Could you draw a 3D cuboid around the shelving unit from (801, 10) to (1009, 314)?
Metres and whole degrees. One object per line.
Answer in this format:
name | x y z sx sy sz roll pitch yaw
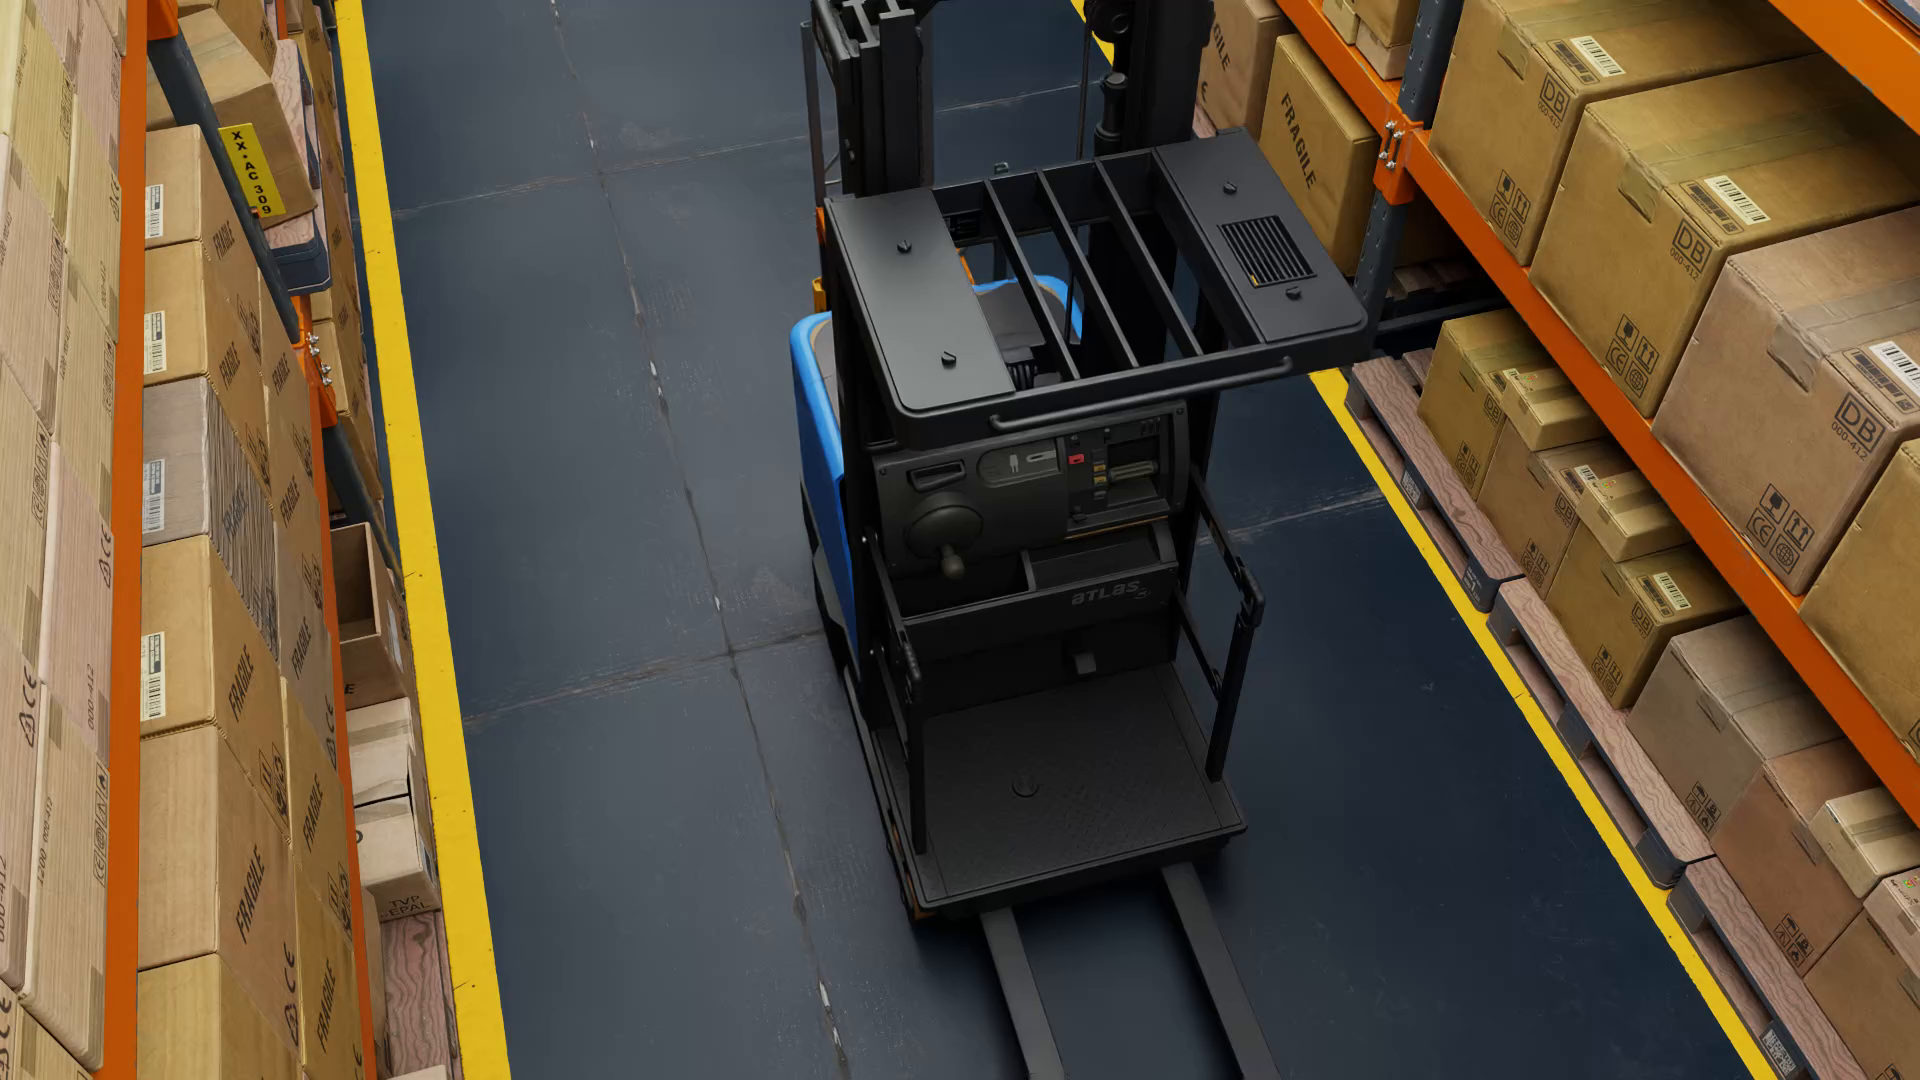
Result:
shelving unit | -0.212 -1.107 6.492 0.587 1.500 1.083 -12 51 -10

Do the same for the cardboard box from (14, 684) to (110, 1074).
cardboard box | -1.477 0.519 2.276 0.500 0.250 0.500 -13 51 -11

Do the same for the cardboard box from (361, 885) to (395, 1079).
cardboard box | -2.055 1.351 4.784 0.797 0.503 0.637 -13 51 -11

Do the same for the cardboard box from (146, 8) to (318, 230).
cardboard box | -2.542 -1.247 5.289 0.700 0.500 0.500 -30 56 -23

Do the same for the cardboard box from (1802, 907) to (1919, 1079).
cardboard box | 2.996 1.297 4.844 0.700 0.500 0.500 -13 51 -11

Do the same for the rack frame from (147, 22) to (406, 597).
rack frame | -2.616 -0.683 5.154 1.000 3.000 0.127 -13 51 -11

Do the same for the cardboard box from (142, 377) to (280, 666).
cardboard box | -1.916 0.015 3.846 0.500 0.500 0.500 -13 51 -11

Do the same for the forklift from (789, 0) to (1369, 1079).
forklift | 0.275 -0.040 4.656 1.130 2.935 3.031 -12 51 -10

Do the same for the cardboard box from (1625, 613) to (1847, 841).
cardboard box | 2.698 0.565 5.462 0.700 0.500 0.500 -15 51 -12

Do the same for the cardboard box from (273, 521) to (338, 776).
cardboard box | -1.915 0.343 4.224 0.500 0.500 0.500 -12 51 -10

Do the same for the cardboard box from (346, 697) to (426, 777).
cardboard box | -2.008 0.706 5.559 0.380 0.149 0.250 -13 51 -11

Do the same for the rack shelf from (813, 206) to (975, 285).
rack shelf | -0.215 -0.998 6.635 0.538 0.185 1.000 -12 51 -10

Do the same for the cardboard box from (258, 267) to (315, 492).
cardboard box | -2.223 -0.408 4.857 0.500 0.500 0.500 -13 51 -10

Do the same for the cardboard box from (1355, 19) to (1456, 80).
cardboard box | 1.745 -1.914 6.343 0.380 0.149 0.250 -13 51 -11

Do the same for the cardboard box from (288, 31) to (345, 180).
cardboard box | -3.145 -1.933 7.554 0.500 0.500 0.500 -15 51 -12

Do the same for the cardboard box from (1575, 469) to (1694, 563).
cardboard box | 2.320 -0.103 5.600 0.380 0.149 0.250 -15 51 -12

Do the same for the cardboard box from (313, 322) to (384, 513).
cardboard box | -2.526 -0.428 6.286 0.500 0.500 0.500 -15 52 -13

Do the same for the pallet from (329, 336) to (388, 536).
pallet | -2.892 -0.370 6.714 1.003 0.211 1.213 -13 51 -11

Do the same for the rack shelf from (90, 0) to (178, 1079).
rack shelf | -2.024 0.043 3.050 1.077 0.370 4.000 -13 51 -11

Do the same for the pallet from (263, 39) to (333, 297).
pallet | -2.748 -1.230 5.740 1.003 0.211 1.213 -13 51 -11

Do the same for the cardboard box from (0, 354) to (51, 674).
cardboard box | -1.631 -0.006 2.392 0.500 0.250 0.500 -13 51 -11

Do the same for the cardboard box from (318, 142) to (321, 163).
cardboard box | -2.971 -1.766 6.923 0.500 0.250 0.500 -14 51 -12

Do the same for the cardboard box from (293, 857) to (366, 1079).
cardboard box | -1.615 1.079 3.602 0.500 0.500 0.500 -13 51 -11

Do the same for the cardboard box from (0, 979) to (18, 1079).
cardboard box | -1.336 0.725 1.776 0.500 0.250 0.500 -13 51 -11

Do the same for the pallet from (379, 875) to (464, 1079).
pallet | -2.049 1.610 5.044 1.003 0.211 1.213 -13 51 -11

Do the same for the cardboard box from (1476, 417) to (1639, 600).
cardboard box | 2.384 -0.199 6.105 0.700 0.500 0.500 -14 51 -11

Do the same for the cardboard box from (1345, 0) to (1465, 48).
cardboard box | 1.738 -2.221 6.177 0.500 0.500 0.500 -14 51 -12

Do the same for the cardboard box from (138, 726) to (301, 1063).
cardboard box | -1.617 0.753 3.223 0.500 0.500 0.500 -13 51 -10

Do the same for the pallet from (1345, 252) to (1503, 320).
pallet | 1.815 -1.454 7.627 1.003 0.211 1.213 -13 51 -11

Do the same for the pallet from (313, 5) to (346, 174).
pallet | -3.614 -2.152 8.216 1.003 0.211 1.213 -13 51 -11

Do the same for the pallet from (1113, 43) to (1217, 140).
pallet | 1.451 -2.346 8.380 1.003 0.211 1.213 -13 51 -11

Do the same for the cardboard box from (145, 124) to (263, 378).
cardboard box | -2.219 -0.727 4.471 0.500 0.500 0.500 -13 51 -11

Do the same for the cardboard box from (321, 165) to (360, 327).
cardboard box | -2.835 -1.181 6.921 0.500 0.500 0.500 -13 51 -11

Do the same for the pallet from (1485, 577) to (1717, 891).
pallet | 2.630 0.559 5.931 1.003 0.211 1.213 -13 51 -11

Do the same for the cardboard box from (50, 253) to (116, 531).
cardboard box | -1.781 -0.210 2.891 0.500 0.250 0.500 -13 51 -11

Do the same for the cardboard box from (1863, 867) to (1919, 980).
cardboard box | 2.784 1.036 4.641 0.380 0.149 0.250 -14 51 -11

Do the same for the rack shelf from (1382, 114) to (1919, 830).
rack shelf | 2.707 -0.113 5.144 1.077 0.370 4.000 -13 51 -11

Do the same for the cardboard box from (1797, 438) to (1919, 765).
cardboard box | 2.912 0.120 4.281 0.980 0.700 0.700 -14 51 -11

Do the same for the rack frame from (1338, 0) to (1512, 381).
rack frame | 2.115 -1.806 6.100 1.000 3.000 0.127 -13 51 -11

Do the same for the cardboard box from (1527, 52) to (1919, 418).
cardboard box | 2.471 -0.968 5.198 0.980 0.700 0.700 -14 51 -12

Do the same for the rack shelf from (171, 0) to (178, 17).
rack shelf | -3.207 -2.879 5.513 1.077 0.370 4.000 -13 51 -11

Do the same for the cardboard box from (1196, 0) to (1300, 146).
cardboard box | 1.533 -2.342 7.684 0.750 0.750 0.750 -12 51 -10

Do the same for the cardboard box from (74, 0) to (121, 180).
cardboard box | -2.080 -0.939 3.506 0.500 0.250 0.500 -13 51 -11

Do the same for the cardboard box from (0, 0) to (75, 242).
cardboard box | -1.922 -0.737 3.009 0.500 0.250 0.500 -13 51 -11

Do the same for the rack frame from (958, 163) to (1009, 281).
rack frame | -0.078 -0.740 6.182 0.500 1.500 0.032 -12 51 -10
